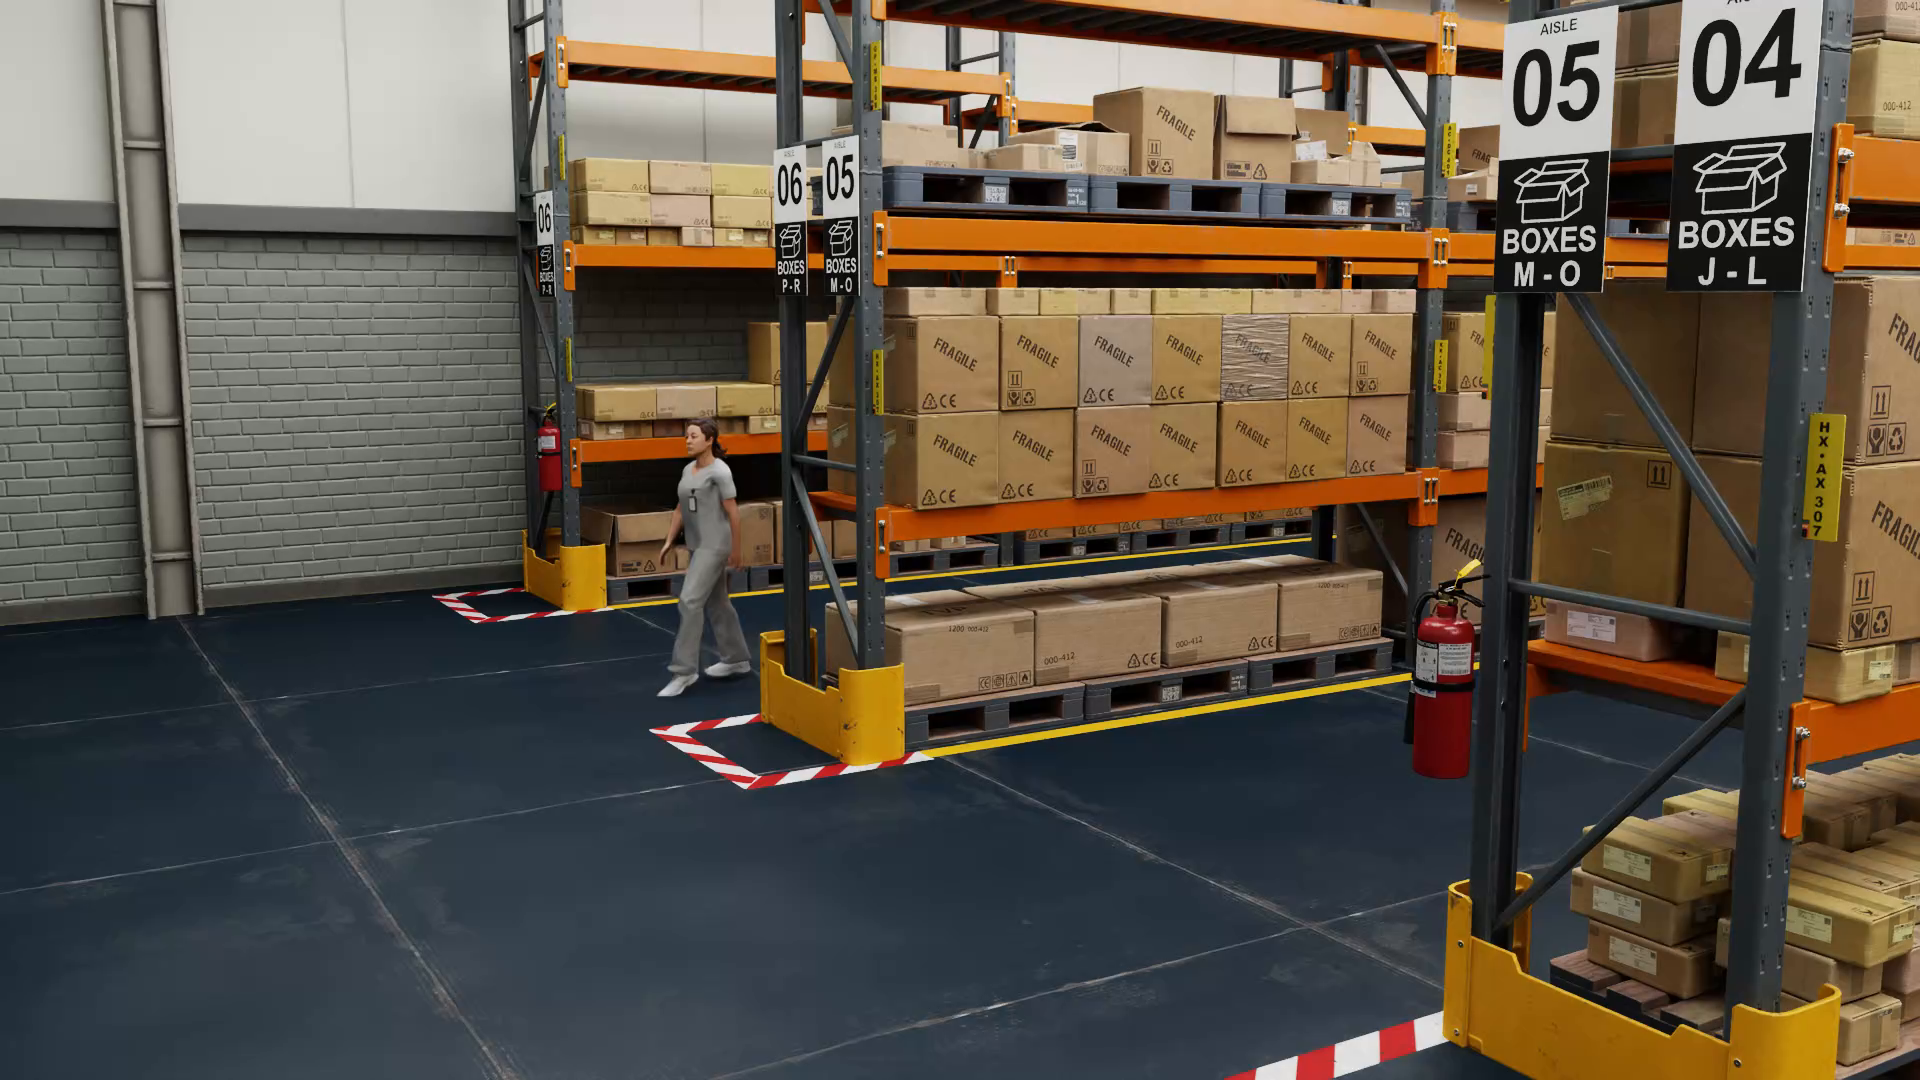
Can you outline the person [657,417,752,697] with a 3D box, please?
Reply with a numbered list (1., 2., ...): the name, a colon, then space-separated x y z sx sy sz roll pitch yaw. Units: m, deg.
1. person: -1.616 0.103 10.292 0.741 1.677 0.462 -6 10 -37
